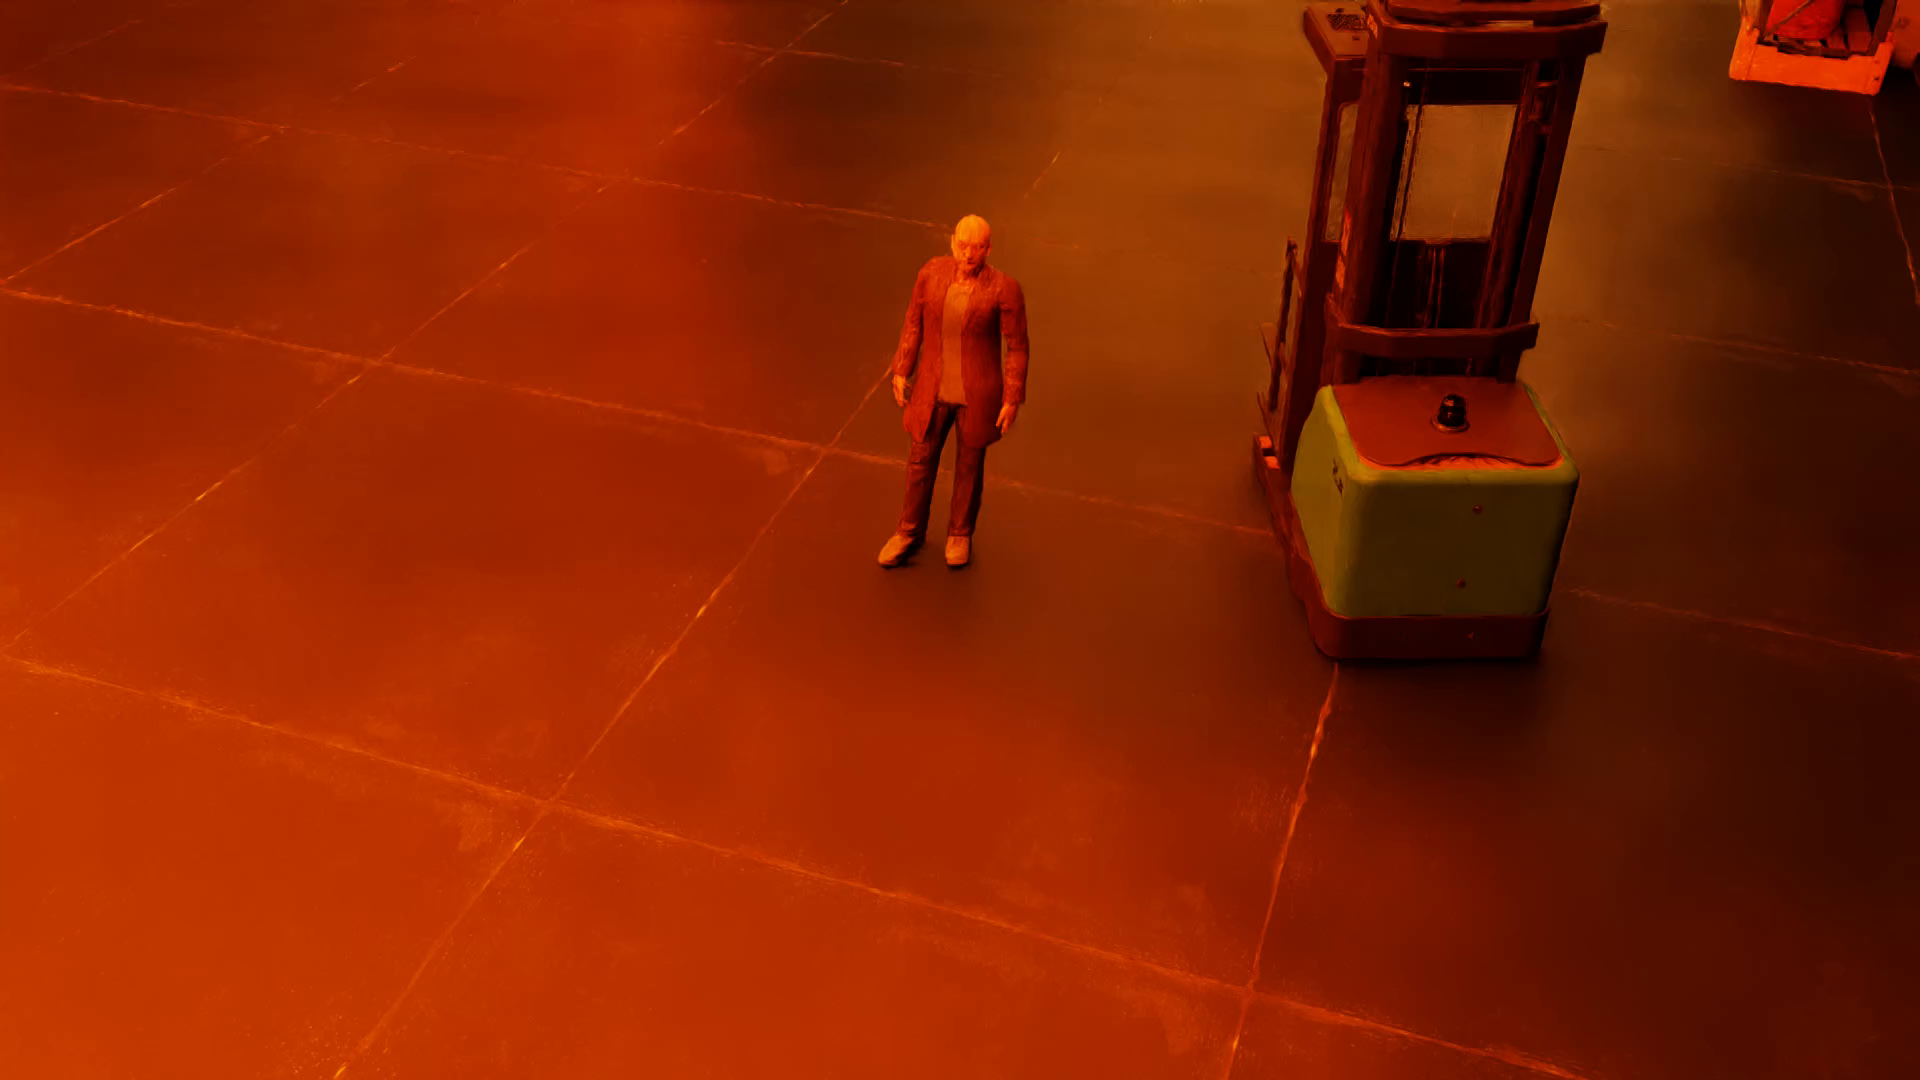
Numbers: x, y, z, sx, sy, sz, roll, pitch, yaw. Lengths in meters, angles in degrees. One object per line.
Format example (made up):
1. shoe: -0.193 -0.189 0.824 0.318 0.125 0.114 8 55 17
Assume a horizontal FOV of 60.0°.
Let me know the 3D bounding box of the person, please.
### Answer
1. person: -0.035 -0.682 8.058 0.694 1.776 0.580 12 37 16

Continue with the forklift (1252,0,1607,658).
1. forklift: 2.191 -1.465 8.177 1.130 2.935 3.031 0 35 0
